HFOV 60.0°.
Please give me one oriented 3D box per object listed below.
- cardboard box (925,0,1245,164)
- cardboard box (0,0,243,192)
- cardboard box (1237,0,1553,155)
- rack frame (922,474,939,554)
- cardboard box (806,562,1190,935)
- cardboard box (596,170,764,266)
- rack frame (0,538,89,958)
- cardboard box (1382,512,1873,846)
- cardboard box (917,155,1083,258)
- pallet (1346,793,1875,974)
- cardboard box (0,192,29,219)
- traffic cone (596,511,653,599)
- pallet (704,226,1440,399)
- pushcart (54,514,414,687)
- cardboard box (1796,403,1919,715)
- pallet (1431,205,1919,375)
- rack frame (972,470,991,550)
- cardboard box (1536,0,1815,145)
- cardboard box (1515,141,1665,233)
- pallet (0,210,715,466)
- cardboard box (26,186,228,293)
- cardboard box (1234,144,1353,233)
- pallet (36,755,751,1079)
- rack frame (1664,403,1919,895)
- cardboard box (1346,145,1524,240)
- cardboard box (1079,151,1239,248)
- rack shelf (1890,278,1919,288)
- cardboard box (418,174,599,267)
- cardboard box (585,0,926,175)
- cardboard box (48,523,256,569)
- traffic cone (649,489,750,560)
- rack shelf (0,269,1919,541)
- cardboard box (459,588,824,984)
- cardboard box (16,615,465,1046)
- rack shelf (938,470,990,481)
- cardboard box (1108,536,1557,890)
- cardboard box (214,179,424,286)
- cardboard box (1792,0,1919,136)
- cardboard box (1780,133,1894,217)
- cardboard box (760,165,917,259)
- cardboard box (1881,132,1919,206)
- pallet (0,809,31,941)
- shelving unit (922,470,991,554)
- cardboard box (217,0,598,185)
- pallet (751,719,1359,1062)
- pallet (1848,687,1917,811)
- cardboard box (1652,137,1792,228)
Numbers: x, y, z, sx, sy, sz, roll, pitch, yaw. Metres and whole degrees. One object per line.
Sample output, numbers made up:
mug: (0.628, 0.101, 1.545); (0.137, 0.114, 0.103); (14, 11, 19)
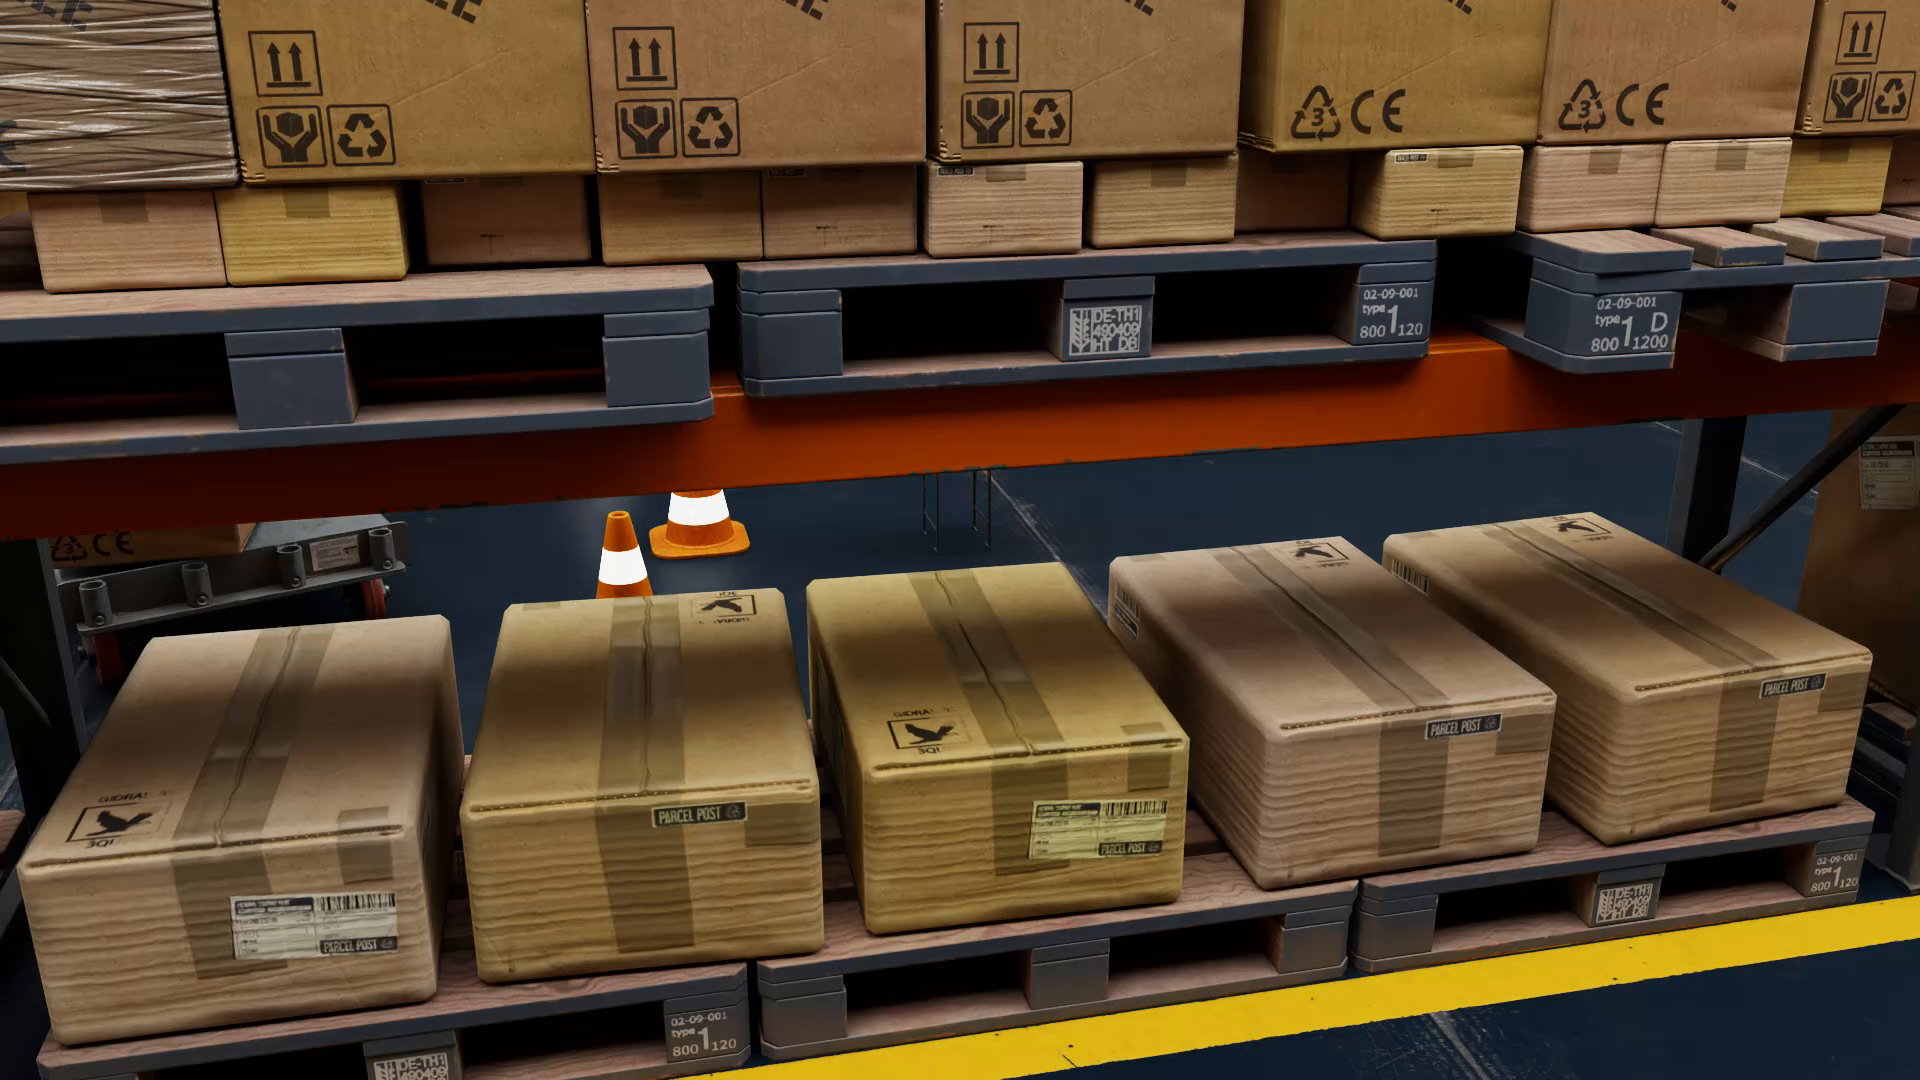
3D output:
cardboard box: (0.145, -0.923, 2.785); (0.500, 0.500, 0.500); (-6, 21, -15)
cardboard box: (-1.324, -0.804, 2.461); (0.500, 0.500, 0.500); (-4, 21, -11)
cardboard box: (0.676, -0.966, 2.902); (0.500, 0.500, 0.500); (-6, 21, -16)
rack frame: (-0.103, -0.555, 5.585); (0.006, 1.200, 0.240); (-5, 21, -12)
cardboard box: (0.038, 0.401, 3.568); (0.625, 0.372, 0.950); (-4, 20, -11)
cardboard box: (-0.473, -0.568, 2.758); (0.250, 0.149, 0.380); (-4, 21, -12)
rack frame: (-1.847, -0.479, 2.762); (0.127, 3.000, 1.000); (-5, 21, -12)
cardboard box: (1.494, 0.282, 3.893); (0.625, 0.372, 0.950); (-6, 21, -16)
cardboard box: (0.039, -0.590, 2.820); (0.250, 0.149, 0.380); (-4, 20, -10)
pallet: (1.285, 0.575, 3.939); (1.213, 0.211, 1.003); (-5, 21, -12)
cardboard box: (-3.712, -1.301, 7.485); (0.875, 0.875, 0.875); (-4, 21, -12)
traffic cone: (-0.962, 0.145, 4.746); (0.334, 0.463, 0.336); (-5, 21, -12)
pallet: (0.129, -0.536, 3.194); (1.213, 0.211, 1.003); (-5, 21, -12)
pushcart: (-2.420, -0.007, 5.286); (0.936, 0.377, 1.648); (-13, 24, -31)
cardboard box: (2.737, -0.022, 3.993); (0.875, 0.875, 0.875); (-5, 21, -13)
pallet: (1.377, -0.614, 3.408); (1.003, 0.211, 1.213); (-5, 21, -12)
rack frame: (0.075, -0.569, 5.625); (0.006, 1.200, 0.240); (-5, 21, -12)
cardboard box: (1.167, -1.006, 3.012); (0.500, 0.500, 0.500); (-5, 21, -13)
cardboard box: (1.055, -0.673, 3.045); (0.250, 0.149, 0.380); (-6, 21, -15)
pallet: (-1.069, -0.401, 2.828); (1.213, 0.211, 1.003); (-5, 21, -12)
cardboard box: (-1.236, -0.497, 2.564); (0.250, 0.149, 0.380); (-4, 21, -12)
cardboard box: (0.517, -0.669, 3.034); (0.250, 0.149, 0.380); (-4, 21, -12)
pallet: (-1.089, 0.768, 3.412); (1.213, 0.211, 1.003); (-5, 21, -12)
rack frame: (2.046, -0.796, 3.627); (0.127, 3.000, 1.000); (-5, 21, -12)
cardboard box: (0.791, -0.646, 2.973); (0.250, 0.149, 0.380); (-4, 21, -12)
cardboard box: (0.292, -0.621, 2.905); (0.250, 0.149, 0.380); (-5, 21, -14)
rack shelf: (3.992, -0.616, 4.182); (4.000, 0.370, 1.077); (-5, 21, -12)
cardboard box: (-0.733, -0.561, 2.741); (0.250, 0.149, 0.380); (-3, 20, -9)
cardboard box: (-0.353, -0.879, 2.664); (0.500, 0.500, 0.500); (-5, 21, -13)
cardboard box: (-2.285, -0.255, 4.682); (0.500, 0.500, 0.500); (-5, 21, -12)
traffic cone: (-0.910, -0.213, 5.722); (0.334, 0.463, 0.336); (-5, 21, -12)
rack shelf: (0.100, -0.300, 3.318); (4.000, 0.370, 1.077); (-5, 21, -12)
cardboard box: (-0.638, 0.457, 3.416); (0.625, 0.372, 0.950); (-3, 20, -9)
cardboard box: (-1.337, 0.515, 3.258); (0.625, 0.372, 0.950); (-4, 21, -12)
rack shelf: (-0.014, -0.295, 5.703); (0.180, 0.103, 0.258); (-5, 21, -12)
cardboard box: (0.778, 0.343, 3.727); (0.625, 0.372, 0.950); (-5, 21, -14)
cardboard box: (-0.991, -0.513, 2.610); (0.250, 0.149, 0.380); (-4, 21, -11)
cardboard box: (1.668, -1.051, 3.134); (0.500, 0.500, 0.500); (-5, 21, -14)
cardboard box: (1.537, -0.725, 3.188); (0.250, 0.149, 0.380); (-4, 21, -12)
cardboard box: (-0.232, -0.587, 2.810); (0.250, 0.149, 0.380); (-4, 21, -12)
cardboard box: (1.781, -0.770, 3.312); (0.250, 0.149, 0.380); (-4, 20, -10)
pallet: (-2.492, 0.895, 3.065); (1.213, 0.211, 1.003); (-5, 21, -12)
shelving unit: (-0.014, -0.562, 5.605); (0.189, 1.200, 0.258); (-5, 21, -12)
cardboard box: (-0.837, -0.844, 2.570); (0.500, 0.500, 0.500); (-5, 21, -12)
pallet: (0.100, 0.670, 3.678); (1.213, 0.211, 1.003); (-5, 21, -12)
pallet: (2.831, 0.476, 4.208); (1.213, 0.211, 1.003); (-5, 21, -12)
cardboard box: (1.302, -0.690, 3.092); (0.250, 0.149, 0.380); (-5, 21, -13)
